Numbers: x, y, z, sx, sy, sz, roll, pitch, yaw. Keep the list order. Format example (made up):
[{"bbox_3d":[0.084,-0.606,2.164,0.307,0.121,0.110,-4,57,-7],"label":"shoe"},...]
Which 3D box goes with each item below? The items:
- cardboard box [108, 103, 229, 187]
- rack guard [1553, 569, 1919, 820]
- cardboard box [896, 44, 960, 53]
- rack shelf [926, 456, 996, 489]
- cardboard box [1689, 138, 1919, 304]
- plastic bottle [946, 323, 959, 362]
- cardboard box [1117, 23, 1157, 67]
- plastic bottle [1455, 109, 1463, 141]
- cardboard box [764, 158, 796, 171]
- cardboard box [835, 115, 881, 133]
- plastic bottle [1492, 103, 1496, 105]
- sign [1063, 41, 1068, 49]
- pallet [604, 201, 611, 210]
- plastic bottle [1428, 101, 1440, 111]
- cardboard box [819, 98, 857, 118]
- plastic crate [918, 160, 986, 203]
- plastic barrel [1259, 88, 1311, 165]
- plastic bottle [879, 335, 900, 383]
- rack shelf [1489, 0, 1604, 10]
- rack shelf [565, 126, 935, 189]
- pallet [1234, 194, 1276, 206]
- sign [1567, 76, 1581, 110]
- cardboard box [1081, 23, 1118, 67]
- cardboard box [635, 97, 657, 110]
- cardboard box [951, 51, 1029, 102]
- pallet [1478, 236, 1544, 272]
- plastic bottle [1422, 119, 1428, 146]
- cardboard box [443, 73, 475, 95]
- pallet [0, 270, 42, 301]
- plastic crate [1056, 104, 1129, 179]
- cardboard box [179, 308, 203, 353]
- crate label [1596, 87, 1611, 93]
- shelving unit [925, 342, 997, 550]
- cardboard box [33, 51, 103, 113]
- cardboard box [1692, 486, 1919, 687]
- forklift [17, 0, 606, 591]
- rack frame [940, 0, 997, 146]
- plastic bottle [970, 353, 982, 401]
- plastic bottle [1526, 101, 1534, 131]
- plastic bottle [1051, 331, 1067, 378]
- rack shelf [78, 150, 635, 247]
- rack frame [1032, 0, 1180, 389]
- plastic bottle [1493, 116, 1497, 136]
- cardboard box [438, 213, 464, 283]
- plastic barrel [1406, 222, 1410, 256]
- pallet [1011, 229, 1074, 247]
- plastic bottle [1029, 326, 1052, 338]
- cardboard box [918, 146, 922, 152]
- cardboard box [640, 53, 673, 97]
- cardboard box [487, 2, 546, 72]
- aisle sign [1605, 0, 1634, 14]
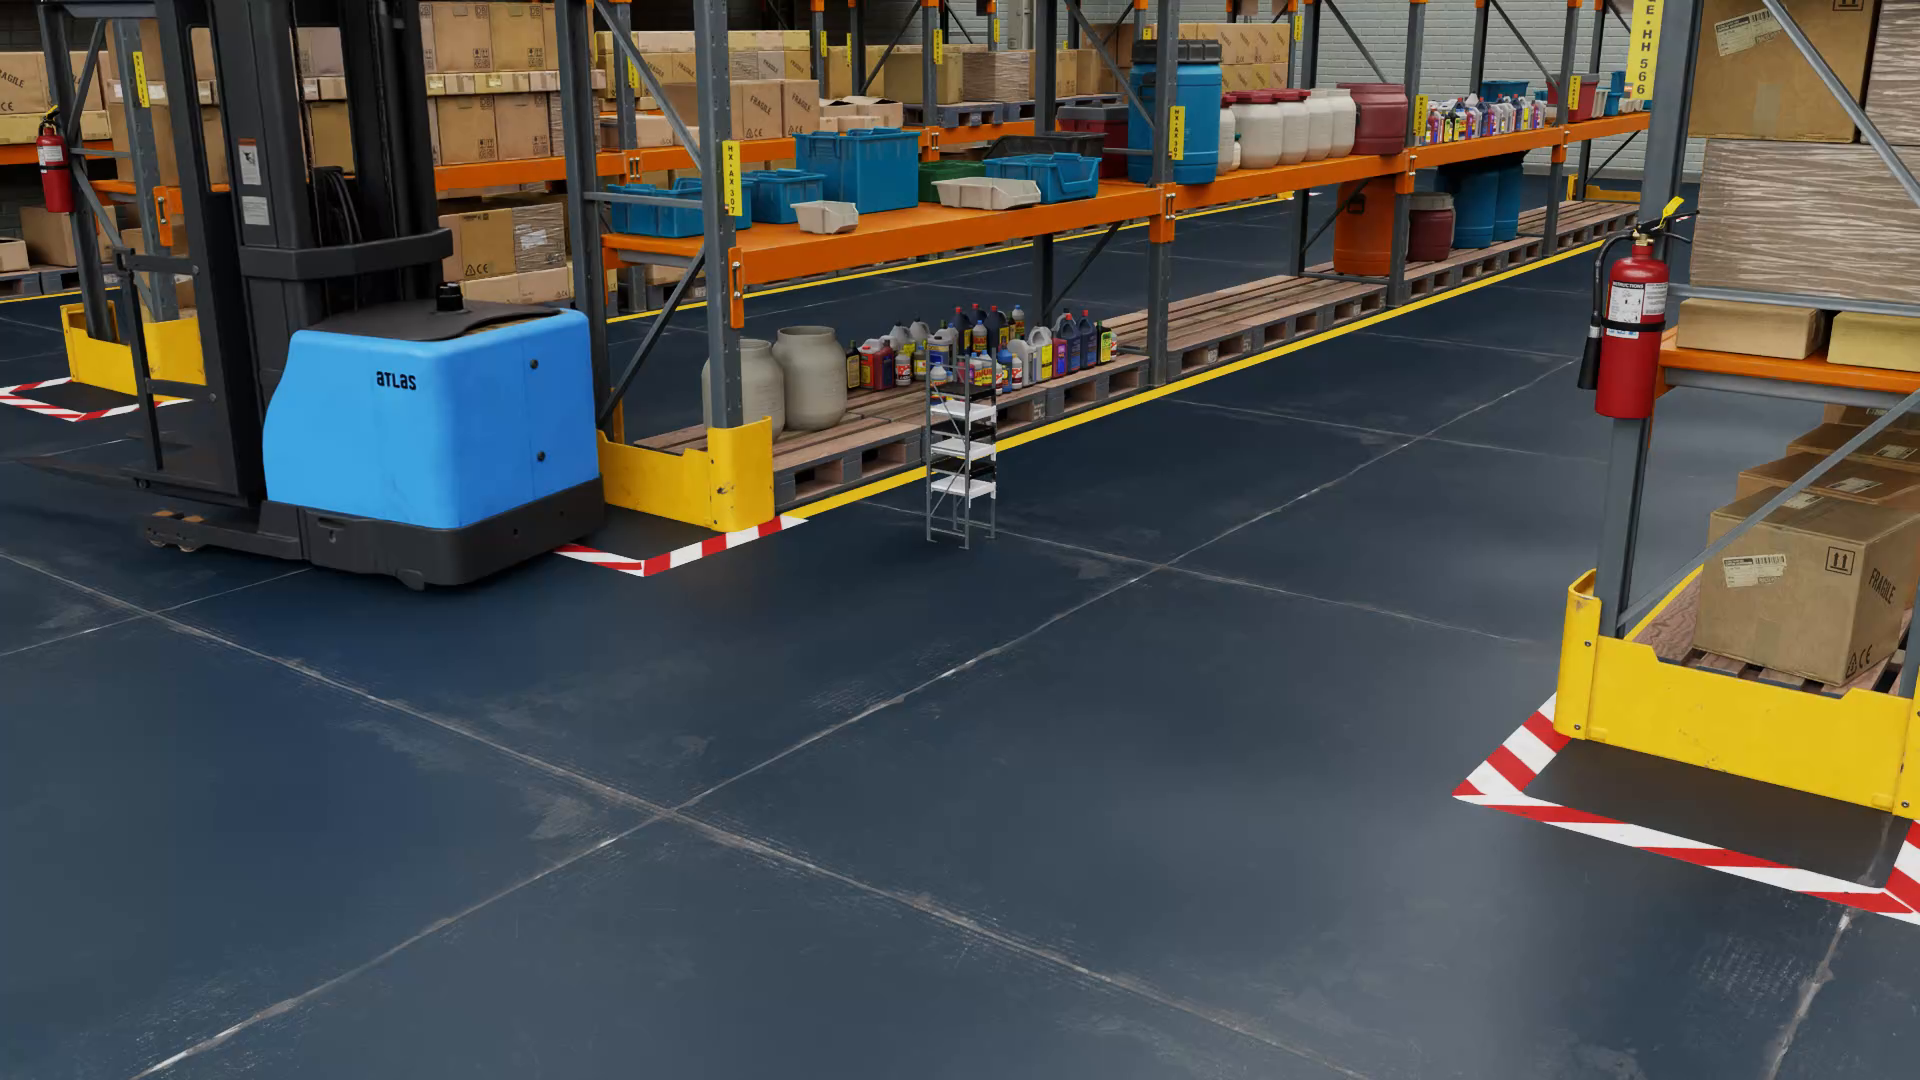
[{"bbox_3d":[-5.141,-2.611,10.924,0.700,0.500,0.500,12,21,35],"label":"cardboard box"},{"bbox_3d":[2.569,0.473,5.378,1.175,0.500,0.348,12,21,35],"label":"rack guard"},{"bbox_3d":[-0.597,-6.984,24.670,0.980,0.700,0.700,12,21,34],"label":"cardboard box"},{"bbox_3d":[0.005,-0.314,7.653,0.258,0.077,0.200,12,21,35],"label":"rack shelf"},{"bbox_3d":[2.874,-1.019,5.296,0.875,0.500,0.500,12,21,35],"label":"cardboard box"},{"bbox_3d":[-0.055,-1.232,10.512,0.097,0.271,0.097,0,17,0],"label":"plastic bottle"},{"bbox_3d":[2.227,-5.900,19.830,0.500,0.500,0.500,13,22,36],"label":"cardboard box"},{"bbox_3d":[4.414,-3.688,14.777,0.097,0.271,0.097,0,17,0],"label":"plastic bottle"},{"bbox_3d":[-2.543,-5.183,22.292,0.750,0.750,0.750,13,21,35],"label":"cardboard box"},{"bbox_3d":[-0.977,-3.976,15.915,0.380,0.149,0.250,12,21,35],"label":"cardboard box"},{"bbox_3d":[5.091,-4.034,15.893,0.097,0.271,0.097,0,17,0],"label":"plastic bottle"},{"bbox_3d":[1.280,-5.820,19.967,0.100,0.325,0.005,12,21,35],"label":"sign"},{"bbox_3d":[-4.113,-4.077,20.516,1.003,0.211,1.213,12,21,35],"label":"pallet"},{"bbox_3d":[4.563,-4.113,16.141,0.152,0.276,0.135,12,21,35],"label":"plastic bottle"},{"bbox_3d":[-1.352,-4.138,16.162,0.500,0.311,0.500,12,21,34],"label":"cardboard box"},{"bbox_3d":[-0.106,-2.156,9.986,0.450,0.188,0.662,12,21,35],"label":"plastic crate"},{"bbox_3d":[2.370,-3.062,12.318,0.433,0.535,0.433,0,17,0],"label":"plastic barrel"},{"bbox_3d":[-0.457,-1.090,10.048,0.152,0.276,0.135,12,21,33],"label":"plastic bottle"},{"bbox_3d":[6.888,-6.001,18.167,1.077,0.370,4.000,12,21,35],"label":"rack shelf"},{"bbox_3d":[-1.855,-3.540,15.297,1.077,0.370,4.000,12,21,35],"label":"rack shelf"},{"bbox_3d":[3.584,-4.725,22.603,1.003,0.211,1.213,12,21,35],"label":"pallet"},{"bbox_3d":[6.137,-4.471,16.615,0.100,0.325,0.005,12,21,35],"label":"sign"},{"bbox_3d":[1.814,-6.004,20.164,0.500,0.500,0.500,13,21,35],"label":"cardboard box"},{"bbox_3d":[-3.878,-5.268,20.039,0.380,0.149,0.250,13,22,36],"label":"cardboard box"},{"bbox_3d":[0.320,-4.962,17.787,0.500,0.500,0.700,-15,23,-40],"label":"cardboard box"},{"bbox_3d":[5.203,-2.928,16.816,1.003,0.211,1.213,12,21,35],"label":"pallet"},{"bbox_3d":[3.921,-3.491,14.143,0.097,0.271,0.097,0,17,0],"label":"plastic bottle"},{"bbox_3d":[-3.794,-3.360,12.242,0.380,0.149,0.250,13,22,36],"label":"cardboard box"},{"bbox_3d":[-8.853,-2.202,14.479,1.003,0.211,1.213,12,21,35],"label":"pallet"},{"bbox_3d":[0.972,-2.731,11.371,0.402,0.464,0.583,12,21,35],"label":"plastic crate"},{"bbox_3d":[-4.932,-1.430,11.219,0.500,0.250,0.500,12,21,35],"label":"cardboard box"},{"bbox_3d":[7.668,-5.337,20.053,0.416,0.233,0.303,12,21,35],"label":"crate label"},{"bbox_3d":[0.005,-0.432,7.617,0.258,0.900,0.210,12,21,35],"label":"shelving unit"},{"bbox_3d":[-7.971,-4.048,14.676,0.500,0.500,0.500,13,22,36],"label":"cardboard box"},{"bbox_3d":[2.909,0.145,5.726,0.500,0.500,0.500,-15,23,-40],"label":"cardboard box"},{"bbox_3d":[-3.194,-1.472,7.541,3.031,2.935,1.130,8,19,25],"label":"forklift"},{"bbox_3d":[0.123,-7.139,25.676,1.000,3.000,0.127,12,21,35],"label":"rack frame"},{"bbox_3d":[0.081,-0.943,9.583,0.097,0.271,0.097,0,17,0],"label":"plastic bottle"},{"bbox_3d":[5.503,-4.139,16.223,0.152,0.276,0.135,12,21,35],"label":"plastic bottle"},{"bbox_3d":[0.599,-1.147,10.219,0.061,0.283,0.133,14,22,38],"label":"plastic bottle"},{"bbox_3d":[-4.238,-2.587,12.229,1.077,0.370,4.000,12,21,35],"label":"rack shelf"},{"bbox_3d":[0.929,-2.531,10.835,1.000,3.000,0.127,12,21,35],"label":"rack frame"},{"bbox_3d":[4.937,-3.863,15.461,0.097,0.201,0.097,0,17,0],"label":"plastic bottle"},{"bbox_3d":[-4.036,-2.145,12.256,0.500,0.500,0.500,12,21,35],"label":"cardboard box"},{"bbox_3d":[3.855,-2.766,15.078,0.421,0.512,0.421,0,17,0],"label":"plastic barrel"},{"bbox_3d":[0.539,-3.488,18.621,1.003,0.211,1.213,12,21,35],"label":"pallet"},{"bbox_3d":[0.529,-1.210,10.433,0.152,0.276,0.135,12,21,35],"label":"plastic bottle"},{"bbox_3d":[-0.811,-5.723,24.621,0.700,0.500,0.500,12,21,33],"label":"cardboard box"},{"bbox_3d":[-3.829,-5.627,20.102,0.500,0.500,0.500,13,22,36],"label":"cardboard box"},{"bbox_3d":[-3.606,-3.847,12.717,0.700,0.500,0.500,12,21,35],"label":"cardboard box"},{"bbox_3d":[7.884,-6.700,19.877,0.394,0.787,0.004,12,21,35],"label":"aisle sign"}]
